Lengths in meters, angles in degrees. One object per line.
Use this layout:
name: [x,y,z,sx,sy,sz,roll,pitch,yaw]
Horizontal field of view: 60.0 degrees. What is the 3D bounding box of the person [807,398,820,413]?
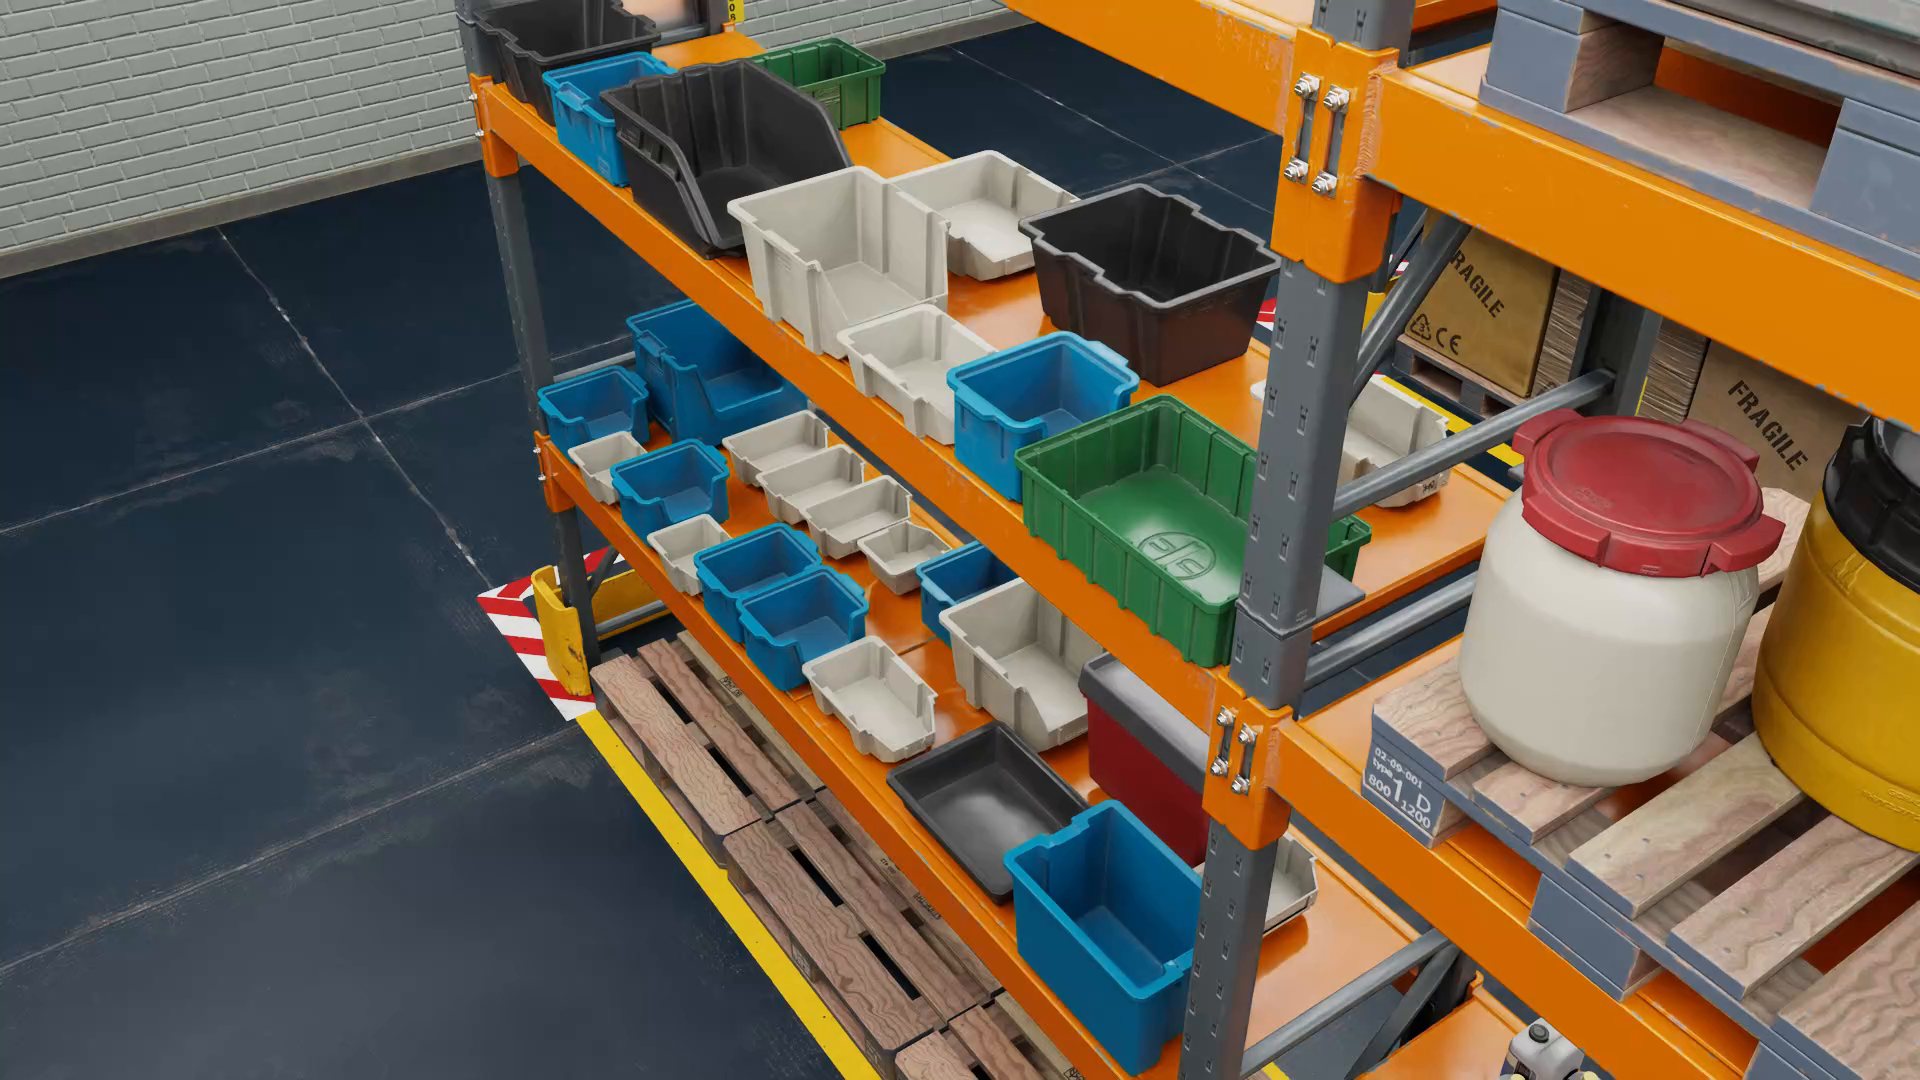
person: [-1.054,-0.649,8.615,0.902,0.812,0.467,-4,37,-6]
